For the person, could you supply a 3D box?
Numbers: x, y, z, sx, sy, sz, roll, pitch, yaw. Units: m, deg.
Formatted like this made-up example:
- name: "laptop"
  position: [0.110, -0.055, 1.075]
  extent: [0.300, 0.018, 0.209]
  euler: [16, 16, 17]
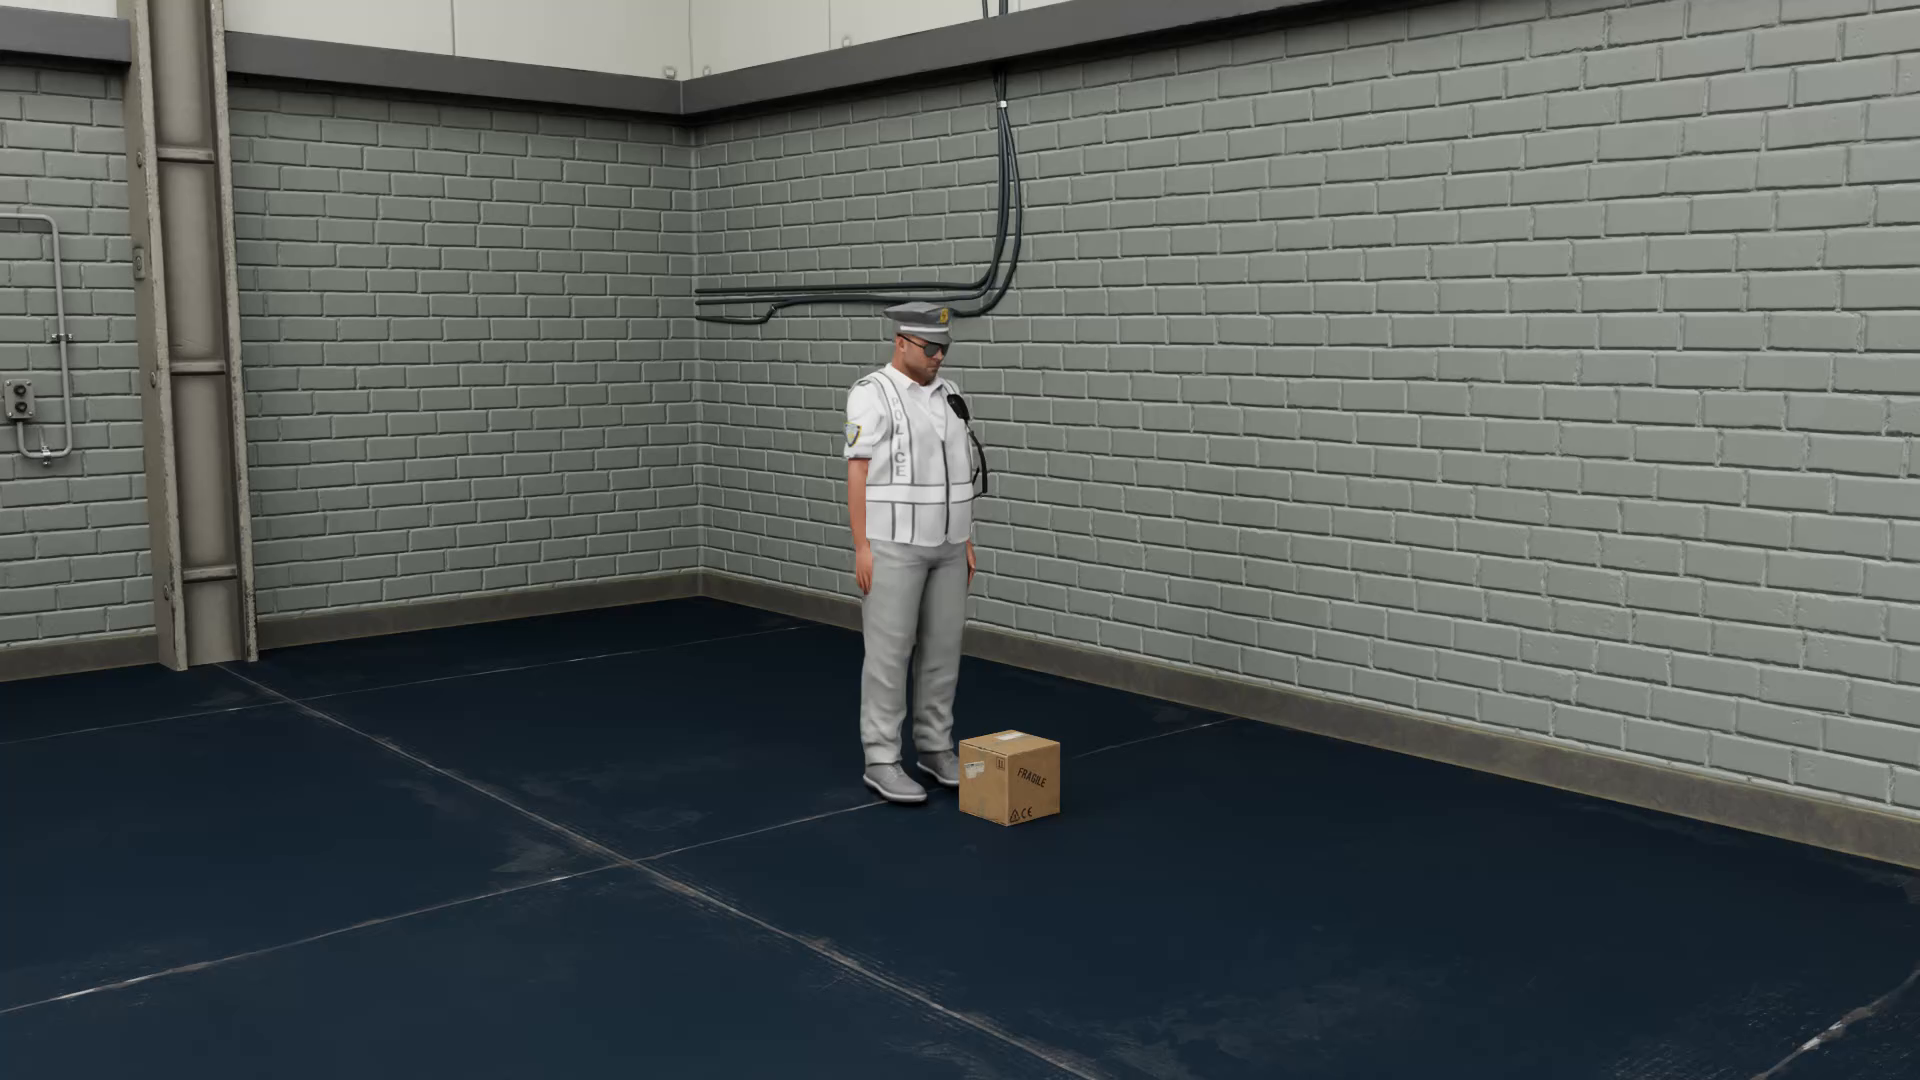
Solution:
- name: "person"
  position: [-0.137, 0.024, 6.017]
  extent: [0.535, 1.751, 0.438]
  euler: [-6, 10, -41]
